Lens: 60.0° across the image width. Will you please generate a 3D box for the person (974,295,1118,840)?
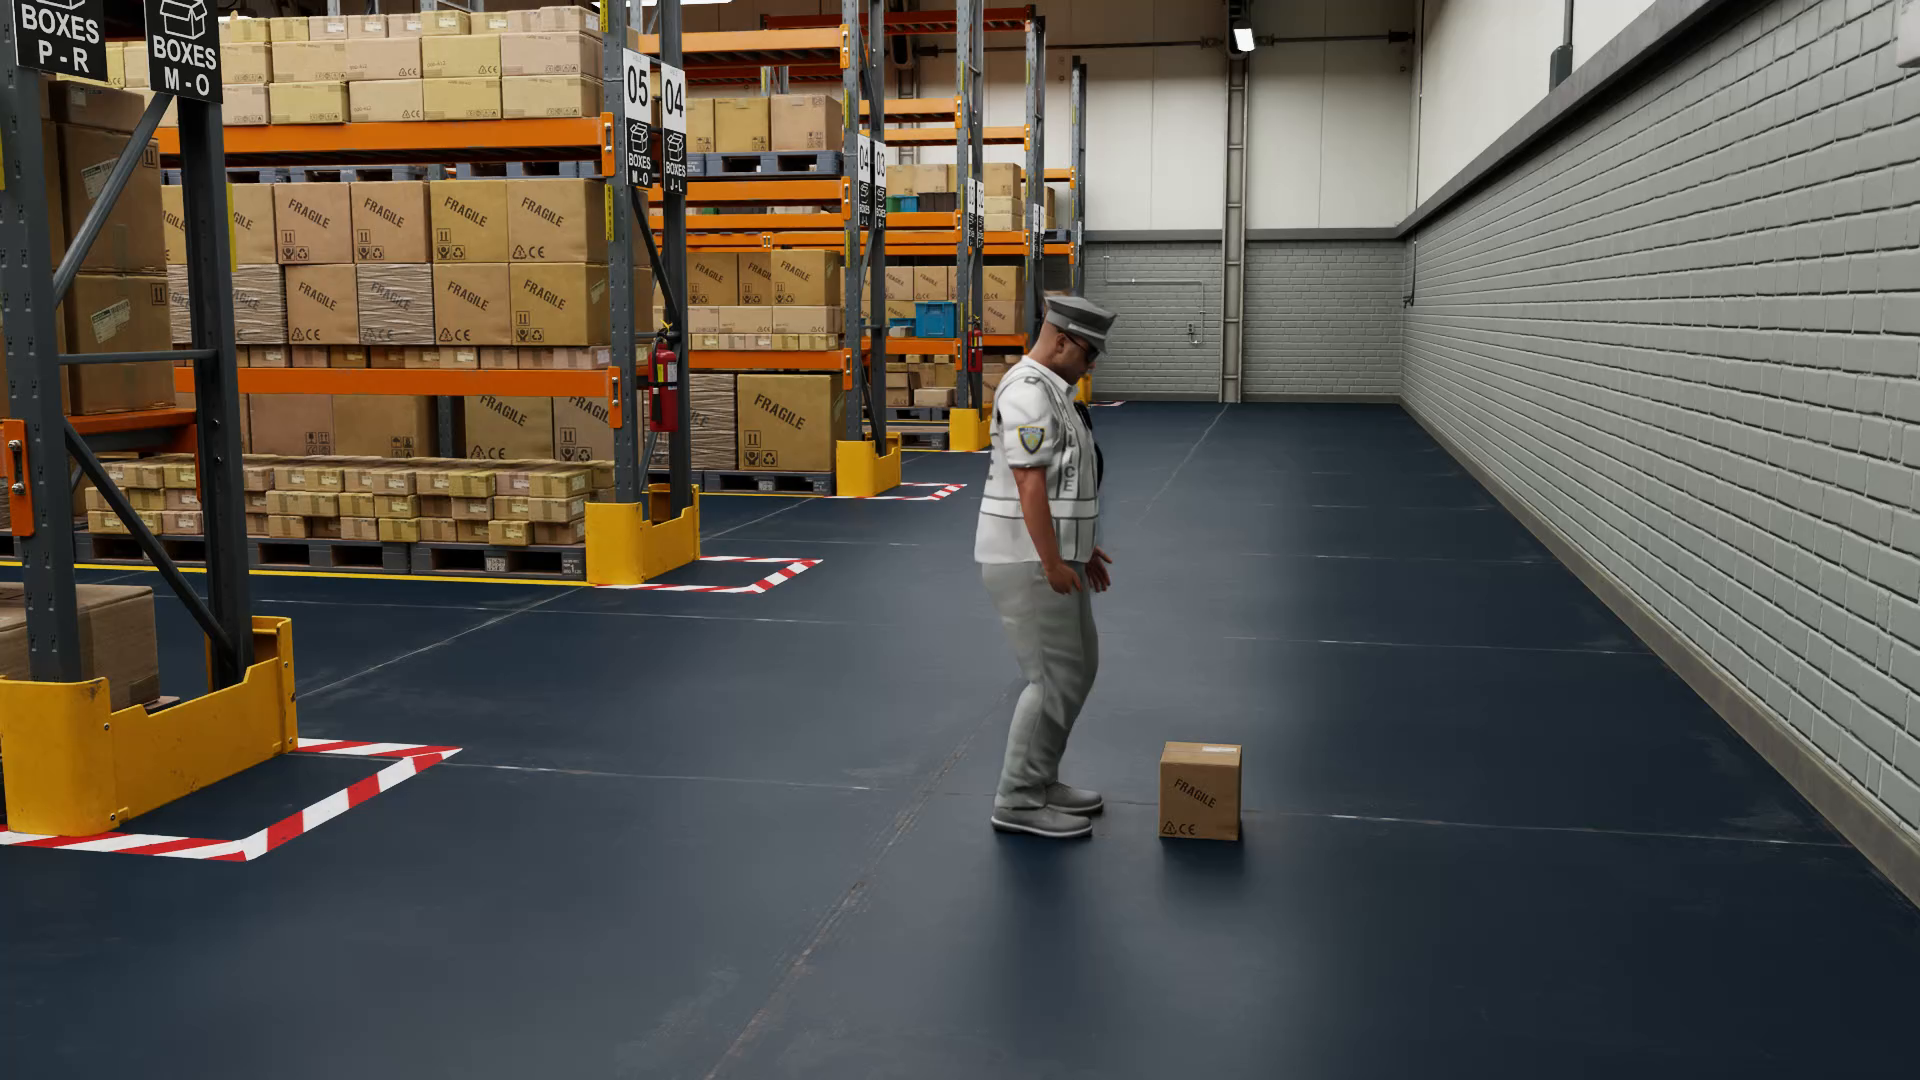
[{"bbox_3d":[0.282,0.074,5.414,0.440,1.720,0.547,2,8,13],"label":"person"}]
